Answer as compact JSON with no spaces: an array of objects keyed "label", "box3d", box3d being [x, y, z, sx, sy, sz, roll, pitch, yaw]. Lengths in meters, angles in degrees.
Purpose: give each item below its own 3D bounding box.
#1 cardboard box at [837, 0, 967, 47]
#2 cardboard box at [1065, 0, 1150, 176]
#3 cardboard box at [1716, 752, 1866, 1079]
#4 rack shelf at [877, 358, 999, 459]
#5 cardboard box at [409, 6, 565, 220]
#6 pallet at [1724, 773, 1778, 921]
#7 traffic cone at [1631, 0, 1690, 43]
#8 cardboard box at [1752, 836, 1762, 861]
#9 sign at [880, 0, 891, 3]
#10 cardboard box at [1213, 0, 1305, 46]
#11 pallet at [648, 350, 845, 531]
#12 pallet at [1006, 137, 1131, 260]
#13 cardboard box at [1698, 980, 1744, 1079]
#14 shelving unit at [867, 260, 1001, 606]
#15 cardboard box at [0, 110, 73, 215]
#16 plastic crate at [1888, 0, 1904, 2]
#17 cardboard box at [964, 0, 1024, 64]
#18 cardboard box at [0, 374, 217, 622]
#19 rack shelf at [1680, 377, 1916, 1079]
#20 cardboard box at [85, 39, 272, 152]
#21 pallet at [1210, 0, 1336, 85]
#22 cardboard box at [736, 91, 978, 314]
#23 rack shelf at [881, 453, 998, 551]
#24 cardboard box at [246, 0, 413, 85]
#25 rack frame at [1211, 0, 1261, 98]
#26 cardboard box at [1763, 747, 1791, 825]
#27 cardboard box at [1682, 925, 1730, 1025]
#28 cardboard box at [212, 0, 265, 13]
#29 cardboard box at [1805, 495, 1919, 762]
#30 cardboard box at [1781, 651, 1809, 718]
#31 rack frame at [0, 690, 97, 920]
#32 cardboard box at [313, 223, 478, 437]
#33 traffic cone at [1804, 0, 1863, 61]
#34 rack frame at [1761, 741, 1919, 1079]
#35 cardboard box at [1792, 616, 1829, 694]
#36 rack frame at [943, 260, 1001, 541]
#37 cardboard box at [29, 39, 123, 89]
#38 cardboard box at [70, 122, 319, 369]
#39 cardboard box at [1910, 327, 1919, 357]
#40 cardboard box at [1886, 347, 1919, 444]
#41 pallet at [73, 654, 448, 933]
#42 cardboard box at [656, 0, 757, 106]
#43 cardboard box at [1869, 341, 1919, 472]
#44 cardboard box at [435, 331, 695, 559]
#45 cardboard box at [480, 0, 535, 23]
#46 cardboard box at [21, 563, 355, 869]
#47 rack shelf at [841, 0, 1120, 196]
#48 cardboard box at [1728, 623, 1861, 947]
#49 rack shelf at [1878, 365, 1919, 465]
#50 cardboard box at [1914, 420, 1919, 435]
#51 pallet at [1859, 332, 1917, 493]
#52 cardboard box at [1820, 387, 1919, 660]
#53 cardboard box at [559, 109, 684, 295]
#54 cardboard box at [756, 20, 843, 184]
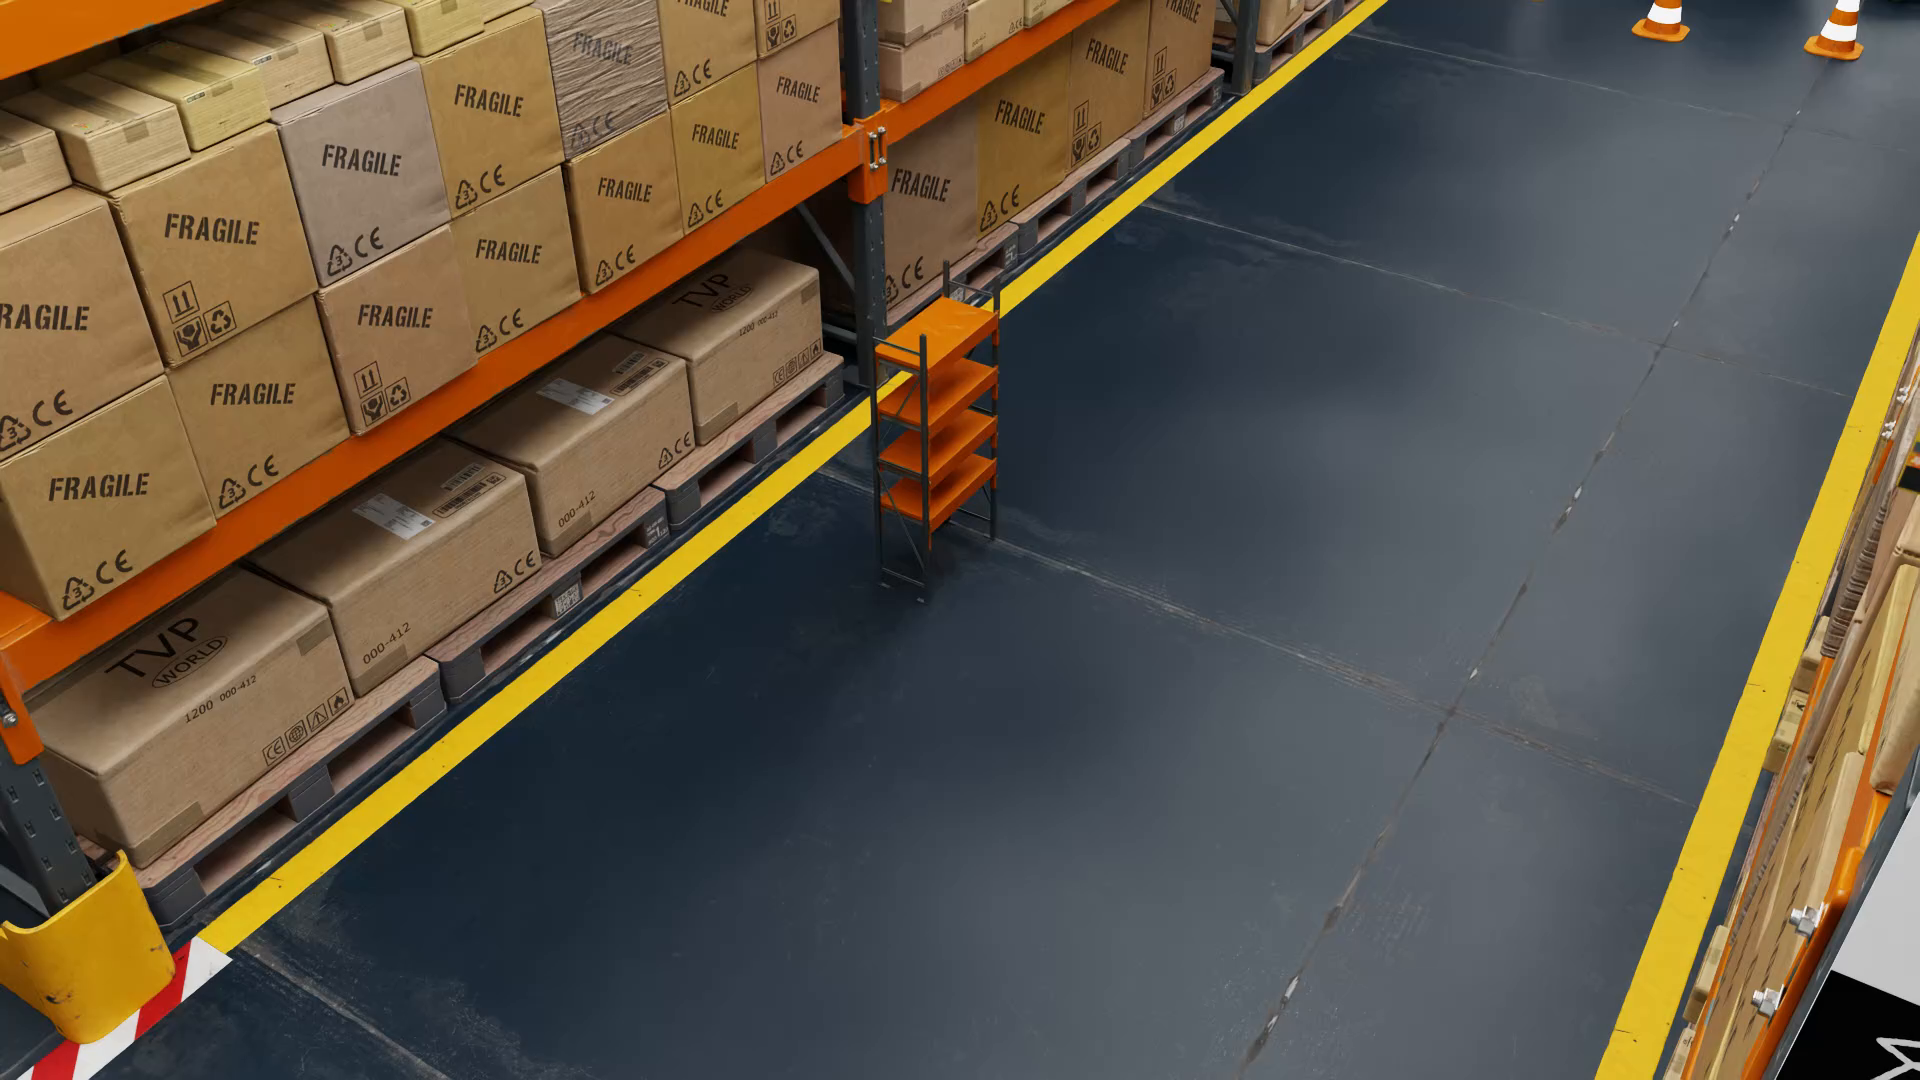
[{"label":"cardboard box","box3d":[-0.308,-2.330,7.030,0.500,0.250,0.500,20,42,24]},{"label":"cardboard box","box3d":[0.439,-2.657,9.136,0.875,0.875,0.875,22,43,26]},{"label":"cardboard box","box3d":[1.344,0.701,2.239,0.500,0.500,0.500,20,42,24]},{"label":"rack shelf","box3d":[-0.089,-0.514,6.177,0.258,0.148,0.480,21,42,25]},{"label":"cardboard box","box3d":[-1.621,-1.379,5.181,0.500,0.500,0.500,21,42,25]},{"label":"pallet","box3d":[3.122,0.972,5.316,1.003,0.211,1.213,21,42,25]},{"label":"traffic cone","box3d":[4.711,-3.603,11.045,0.336,0.463,0.334,21,42,25]},{"label":"cardboard box","box3d":[2.475,0.862,4.678,0.380,0.149,0.250,22,43,26]},{"label":"sign","box3d":[-0.313,-2.251,6.439,0.100,0.325,0.005,21,42,25]},{"label":"cardboard box","box3d":[1.672,-3.533,10.684,0.950,0.372,0.625,18,41,22]},{"label":"pallet","box3d":[-1.256,-0.586,7.338,1.003,0.211,1.213,21,42,25]},{"label":"pallet","box3d":[0.221,-2.007,9.180,1.003,0.211,1.213,21,42,25]},{"label":"cardboard box","box3d":[1.332,1.099,2.542,0.500,0.500,0.500,22,43,26]},{"label":"shelving unit","box3d":[-0.089,-0.390,6.273,0.258,1.200,0.503,21,42,25]},{"label":"cardboard box","box3d":[-2.421,-0.939,4.078,0.380,0.149,0.250,22,43,26]},{"label":"plastic crate","box3d":[6.725,-4.042,11.792,0.662,0.188,0.450,-18,51,-22]},{"label":"cardboard box","box3d":[-0.047,-2.406,7.537,0.500,0.250,0.500,20,42,24]},{"label":"cardboard box","box3d":[-2.426,-0.188,4.456,0.500,0.500,0.500,21,42,25]},{"label":"rack shelf","box3d":[2.380,0.826,3.811,1.077,0.370,4.000,21,42,25]},{"label":"cardboard box","box3d":[-2.059,-1.177,4.387,0.380,0.149,0.250,20,42,24]},{"label":"pallet","box3d":[1.781,-3.417,11.010,1.003,0.211,1.213,21,42,25]},{"label":"cardboard box","box3d":[-0.517,-1.728,7.931,0.875,0.875,0.875,23,43,26]},{"label":"rack shelf","box3d":[-0.089,-0.179,6.435,0.258,0.148,0.480,21,42,25]},{"label":"cardboard box","box3d":[-1.794,-1.444,4.734,0.380,0.149,0.250,22,43,26]},{"label":"rack frame","box3d":[1.361,-4.119,9.637,1.000,3.000,0.127,21,42,25]},{"label":"cardboard box","box3d":[2.753,0.838,5.198,0.380,0.149,0.250,21,42,25]},{"label":"cardboard box","box3d":[2.171,1.235,4.439,0.380,0.149,0.250,22,43,26]},{"label":"cardboard box","box3d":[-2.265,-1.614,4.955,0.380,0.149,0.250,22,43,26]},{"label":"cardboard box","box3d":[1.886,0.169,2.929,0.500,0.500,0.500,23,43,27]},{"label":"cardboard box","box3d":[2.985,0.555,5.564,0.380,0.149,0.250,19,42,23]},{"label":"rack frame","box3d":[-2.925,0.005,4.287,1.000,3.000,0.127,21,42,25]},{"label":"cardboard box","box3d":[-1.890,-0.715,5.138,0.500,0.500,0.500,21,42,25]},{"label":"traffic cone","box3d":[5.744,-3.412,10.797,0.336,0.463,0.334,21,42,25]},{"label":"rack frame","box3d":[1.309,1.572,2.254,1.000,3.000,0.127,21,42,25]},{"label":"cardboard box","box3d":[2.987,0.437,5.474,0.380,0.149,0.250,23,43,27]},{"label":"rack frame","box3d":[0.042,-0.516,6.436,0.240,1.200,0.015,21,42,25]},{"label":"cardboard box","box3d":[-2.549,-1.354,4.617,0.380,0.149,0.250,22,43,26]},{"label":"cardboard box","box3d":[-2.157,-0.854,4.500,0.500,0.500,0.500,20,42,24]},{"label":"cardboard box","box3d":[4.463,-0.921,7.191,0.500,0.500,0.500,20,42,24]},{"label":"cardboard box","box3d":[3.637,-0.430,5.940,0.500,0.250,0.500,20,42,24]},{"label":"pallet","box3d":[-2.563,0.671,5.706,1.003,0.211,1.213,21,42,25]},{"label":"cardboard box","box3d":[-1.080,-1.900,5.857,0.500,0.500,0.500,21,42,24]},{"label":"cardboard box","box3d":[3.911,-0.395,6.509,0.500,0.500,0.500,20,42,24]},{"label":"cardboard box","box3d":[-1.688,-0.459,6.643,0.875,0.438,0.875,20,42,24]},{"label":"cardboard box","box3d":[-1.536,-1.717,5.088,0.380,0.149,0.250,21,42,25]},{"label":"cardboard box","box3d":[-2.656,0.480,5.425,0.875,0.438,0.875,20,42,24]},{"label":"rack shelf","box3d":[0.289,-2.803,8.519,1.077,0.370,4.000,21,42,25]},{"label":"cardboard box","box3d":[1.876,0.570,3.228,0.500,0.500,0.500,21,42,25]},{"label":"rack shelf","box3d":[4.523,-1.236,6.486,1.077,0.370,4.000,21,42,25]},{"label":"cardboard box","box3d":[2.443,-0.369,3.627,0.500,0.500,0.500,22,43,26]},{"label":"pallet","box3d":[4.520,-0.419,7.121,1.003,0.211,1.213,21,42,25]},{"label":"cardboard box","box3d":[2.414,0.031,3.928,0.500,0.500,0.500,20,42,24]},{"label":"cardboard box","box3d":[-1.343,-1.243,5.824,0.500,0.500,0.500,21,42,24]},{"label":"cardboard box","box3d":[-0.815,-1.774,6.513,0.500,0.500,0.500,22,43,26]}]
